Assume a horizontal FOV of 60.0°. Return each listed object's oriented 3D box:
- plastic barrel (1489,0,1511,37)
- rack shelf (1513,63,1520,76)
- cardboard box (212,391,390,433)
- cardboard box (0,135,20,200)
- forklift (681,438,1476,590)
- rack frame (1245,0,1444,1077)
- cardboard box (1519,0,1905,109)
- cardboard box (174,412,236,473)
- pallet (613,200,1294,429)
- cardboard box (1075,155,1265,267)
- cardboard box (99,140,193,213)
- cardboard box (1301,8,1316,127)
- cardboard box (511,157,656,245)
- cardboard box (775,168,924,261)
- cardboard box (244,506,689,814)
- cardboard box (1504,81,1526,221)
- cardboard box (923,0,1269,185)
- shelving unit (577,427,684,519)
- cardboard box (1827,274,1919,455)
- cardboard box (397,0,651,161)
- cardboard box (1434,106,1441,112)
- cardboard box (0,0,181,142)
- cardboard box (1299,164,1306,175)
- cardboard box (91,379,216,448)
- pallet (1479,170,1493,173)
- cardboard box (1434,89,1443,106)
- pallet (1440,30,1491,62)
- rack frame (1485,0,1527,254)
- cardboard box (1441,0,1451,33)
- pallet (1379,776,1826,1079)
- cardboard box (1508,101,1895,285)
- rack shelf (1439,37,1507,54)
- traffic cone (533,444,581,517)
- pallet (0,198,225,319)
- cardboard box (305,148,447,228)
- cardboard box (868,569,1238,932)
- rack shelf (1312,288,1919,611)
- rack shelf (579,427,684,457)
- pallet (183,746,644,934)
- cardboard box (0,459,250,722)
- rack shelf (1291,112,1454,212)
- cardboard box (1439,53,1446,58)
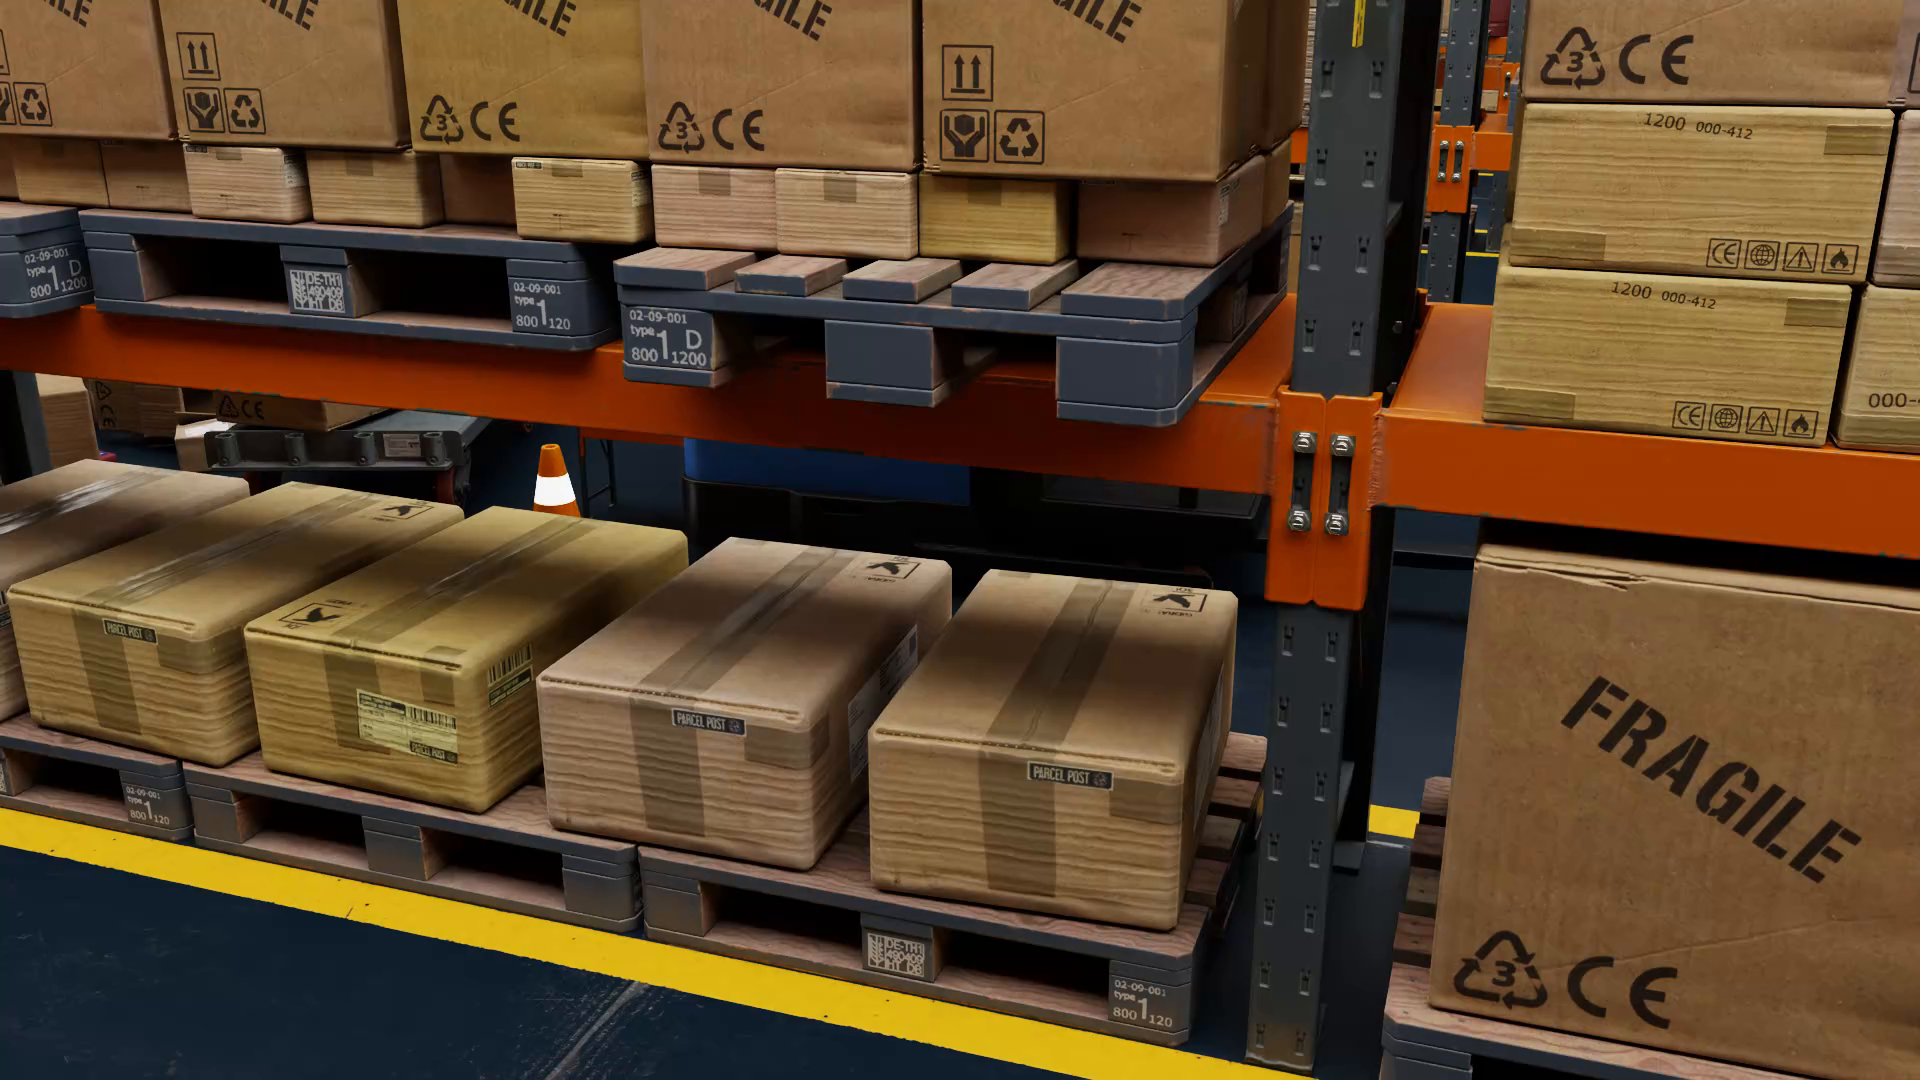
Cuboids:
[{"bbox_3d":[5.110,-5.202,16.235,0.708,0.536,0.600,7,20,18],"label":"plastic barrel"},{"bbox_3d":[5.912,-3.086,11.465,4.000,0.370,1.077,7,20,18],"label":"rack shelf"},{"bbox_3d":[-2.452,-0.726,6.250,0.500,0.500,0.500,7,20,18],"label":"cardboard box"},{"bbox_3d":[-2.064,-0.878,3.781,0.250,0.149,0.380,8,21,22],"label":"cardboard box"},{"bbox_3d":[0.605,-1.327,5.431,3.031,2.935,1.130,5,20,15],"label":"forklift"},{"bbox_3d":[0.771,-0.560,3.127,0.127,3.000,1.000,7,20,18],"label":"rack frame"},{"bbox_3d":[1.156,-0.950,2.575,0.500,0.500,0.500,6,20,16],"label":"cardboard box"},{"bbox_3d":[-3.073,-0.457,6.983,0.396,0.266,0.258,-7,20,-20],"label":"cardboard box"},{"bbox_3d":[0.062,-0.514,3.284,1.003,0.211,1.213,7,20,18],"label":"pallet"},{"bbox_3d":[0.384,-0.602,2.991,0.250,0.149,0.380,7,21,20],"label":"cardboard box"},{"bbox_3d":[-1.601,-0.810,3.585,0.250,0.149,0.380,7,20,18],"label":"cardboard box"},{"bbox_3d":[1.786,-2.123,7.457,0.500,0.500,0.500,7,20,18],"label":"cardboard box"},{"bbox_3d":[-0.646,-0.677,3.205,0.250,0.149,0.380,7,20,19],"label":"cardboard box"},{"bbox_3d":[-0.146,-0.622,3.047,0.250,0.149,0.380,6,20,18],"label":"cardboard box"},{"bbox_3d":[-1.174,0.257,4.136,0.625,0.372,0.950,7,20,20],"label":"cardboard box"},{"bbox_3d":[1.312,-0.752,3.146,0.500,0.250,0.500,6,20,18],"label":"cardboard box"},{"bbox_3d":[0.250,-0.909,2.885,0.500,0.500,0.500,6,20,16],"label":"cardboard box"},{"bbox_3d":[-1.142,-0.646,6.107,0.503,1.200,0.258,6,20,16],"label":"shelving unit"},{"bbox_3d":[1.641,-0.309,2.632,0.500,0.250,0.500,6,20,16],"label":"cardboard box"},{"bbox_3d":[-0.719,-1.016,3.191,0.500,0.500,0.500,5,20,14],"label":"cardboard box"},{"bbox_3d":[3.380,-3.086,12.363,0.500,0.250,0.500,7,21,20],"label":"cardboard box"},{"bbox_3d":[-1.723,-1.127,3.511,0.500,0.500,0.500,6,20,18],"label":"cardboard box"},{"bbox_3d":[2.855,-2.791,12.656,0.500,0.500,0.700,5,20,14],"label":"cardboard box"},{"bbox_3d":[-3.410,-0.809,7.426,0.503,0.637,0.797,7,20,18],"label":"cardboard box"},{"bbox_3d":[4.929,-3.961,17.118,1.213,0.211,1.003,7,20,18],"label":"pallet"},{"bbox_3d":[6.212,-5.657,21.287,0.500,0.250,0.500,6,20,17],"label":"cardboard box"},{"bbox_3d":[3.315,-3.595,12.124,1.003,0.211,1.213,7,20,18],"label":"pallet"},{"bbox_3d":[4.023,-3.642,11.966,0.127,3.000,1.000,7,20,18],"label":"rack frame"},{"bbox_3d":[3.500,-3.933,12.012,0.500,0.500,0.500,4,20,11],"label":"cardboard box"},{"bbox_3d":[1.491,0.865,3.274,1.213,0.211,1.003,7,20,18],"label":"pallet"},{"bbox_3d":[1.168,-0.594,2.692,0.500,0.250,0.500,6,20,18],"label":"cardboard box"},{"bbox_3d":[3.759,-5.058,17.122,4.000,0.370,1.077,7,20,18],"label":"rack shelf"},{"bbox_3d":[-1.377,-0.096,5.648,0.334,0.463,0.336,7,20,18],"label":"traffic cone"},{"bbox_3d":[-2.334,-0.774,4.031,1.213,0.211,1.003,7,20,18],"label":"pallet"},{"bbox_3d":[-1.106,-0.745,3.400,0.250,0.149,0.380,6,20,16],"label":"cardboard box"},{"bbox_3d":[0.240,0.418,3.674,0.625,0.372,0.950,5,20,14],"label":"cardboard box"},{"bbox_3d":[2.660,-0.005,2.625,4.000,0.370,1.077,7,20,18],"label":"rack shelf"},{"bbox_3d":[-1.142,-0.395,6.195,0.480,0.148,0.258,6,20,16],"label":"rack shelf"},{"bbox_3d":[-1.116,0.539,4.209,1.213,0.211,1.003,7,20,18],"label":"pallet"},{"bbox_3d":[-2.512,0.106,4.569,0.625,0.372,0.950,7,20,19],"label":"cardboard box"},{"bbox_3d":[0.410,-1.987,8.312,4.000,0.370,1.077,7,20,18],"label":"rack shelf"},{"bbox_3d":[7.754,-7.443,26.000,0.500,0.500,0.700,6,20,18],"label":"cardboard box"}]
